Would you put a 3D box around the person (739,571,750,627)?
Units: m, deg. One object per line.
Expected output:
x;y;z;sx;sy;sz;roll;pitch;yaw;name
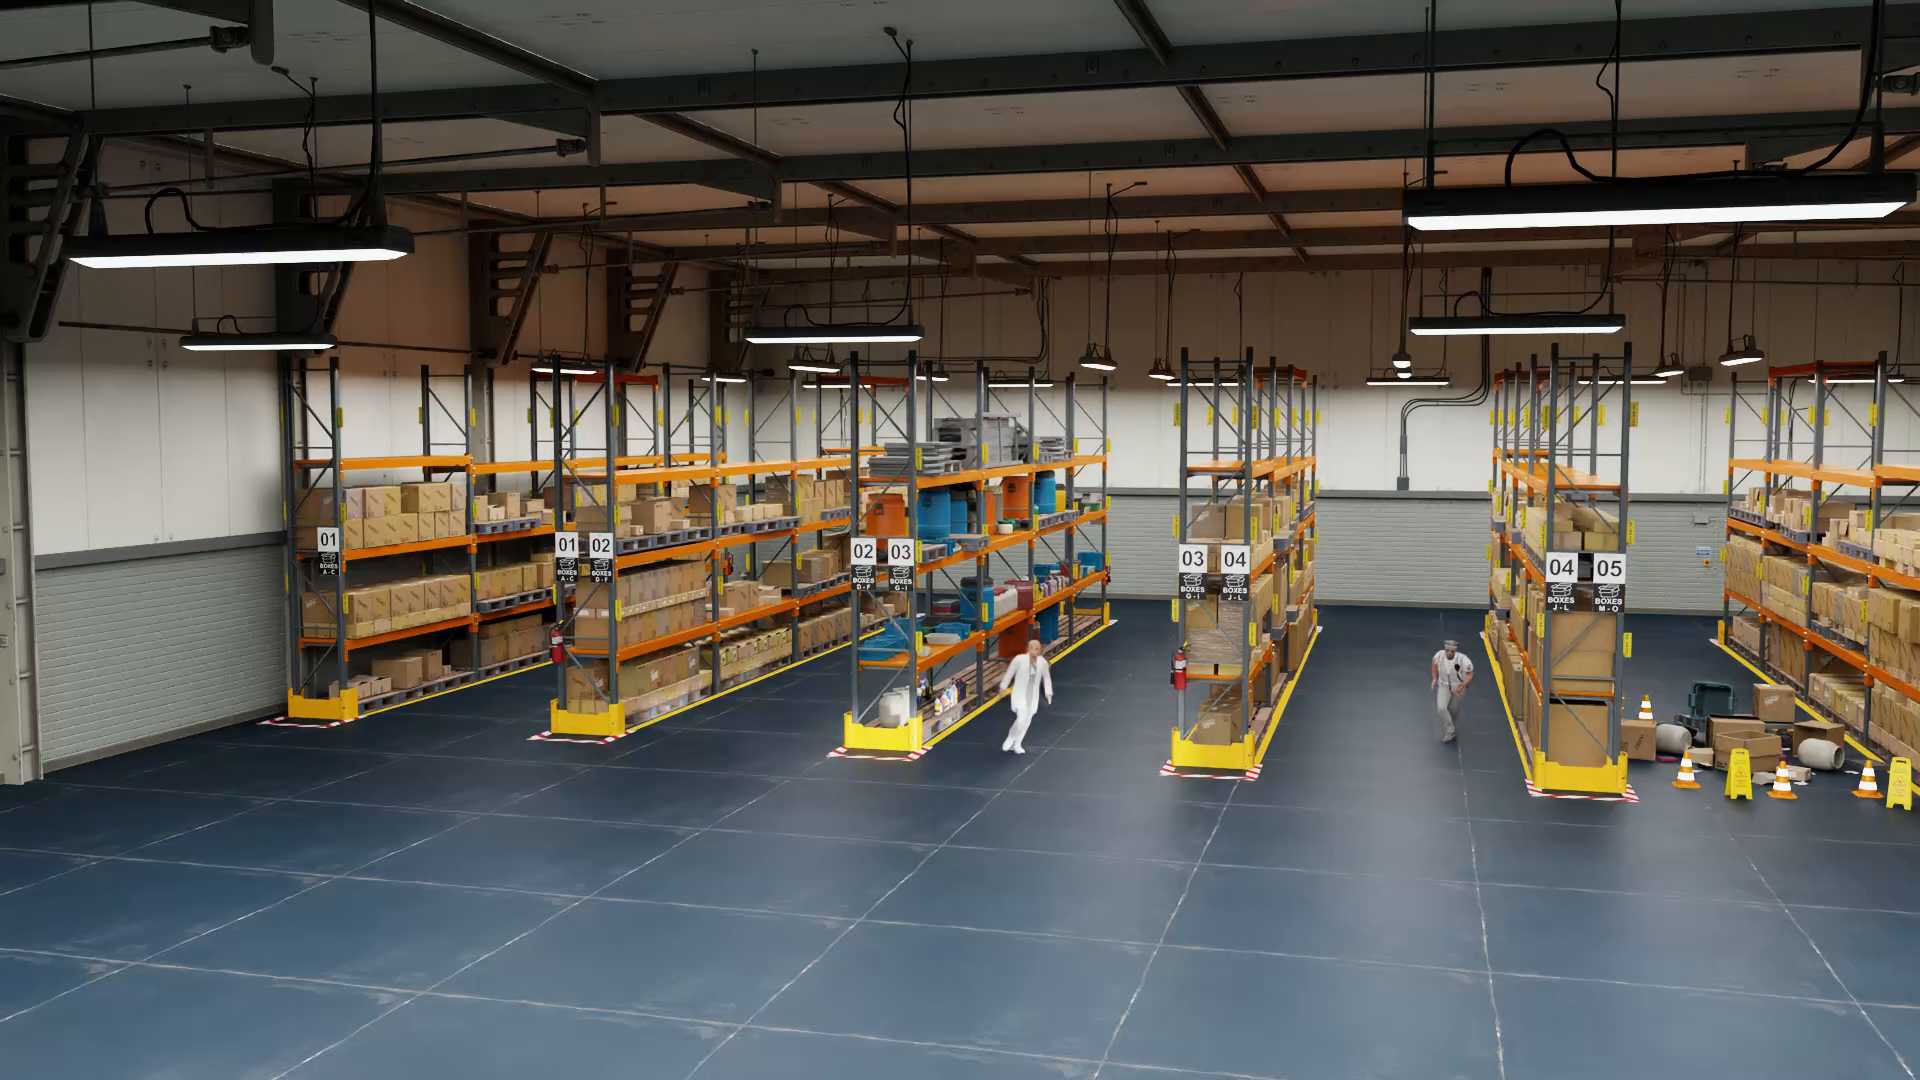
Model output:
-4.790;1.471;37.456;0.606;1.575;0.746;0;4;7;person

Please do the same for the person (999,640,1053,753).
0.995;2.323;24.698;0.695;1.726;0.708;-2;5;-23;person

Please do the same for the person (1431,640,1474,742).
7.717;2.310;25.999;0.659;1.599;1.073;2;5;24;person
